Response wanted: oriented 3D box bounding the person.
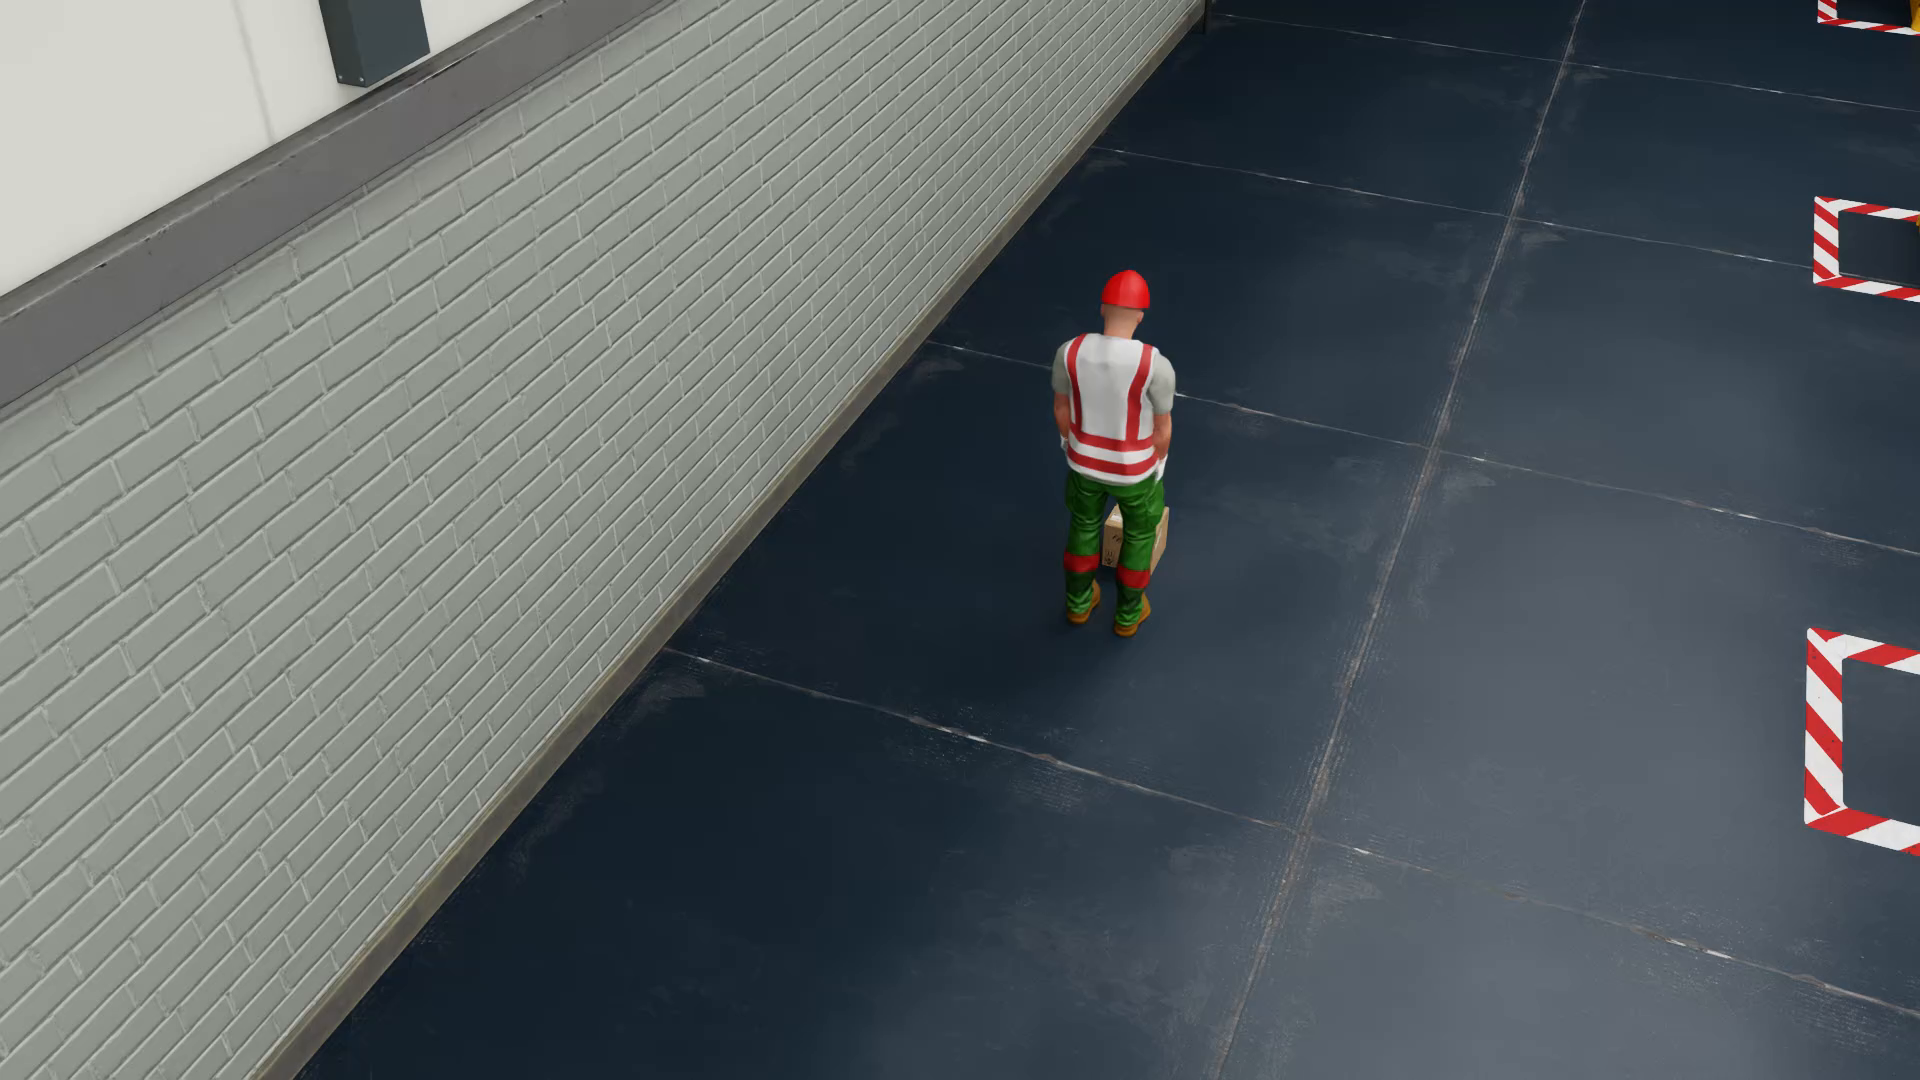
[{"bbox_3d":[0.664,-0.363,7.306,0.536,1.757,0.414,15,40,19],"label":"person"}]
